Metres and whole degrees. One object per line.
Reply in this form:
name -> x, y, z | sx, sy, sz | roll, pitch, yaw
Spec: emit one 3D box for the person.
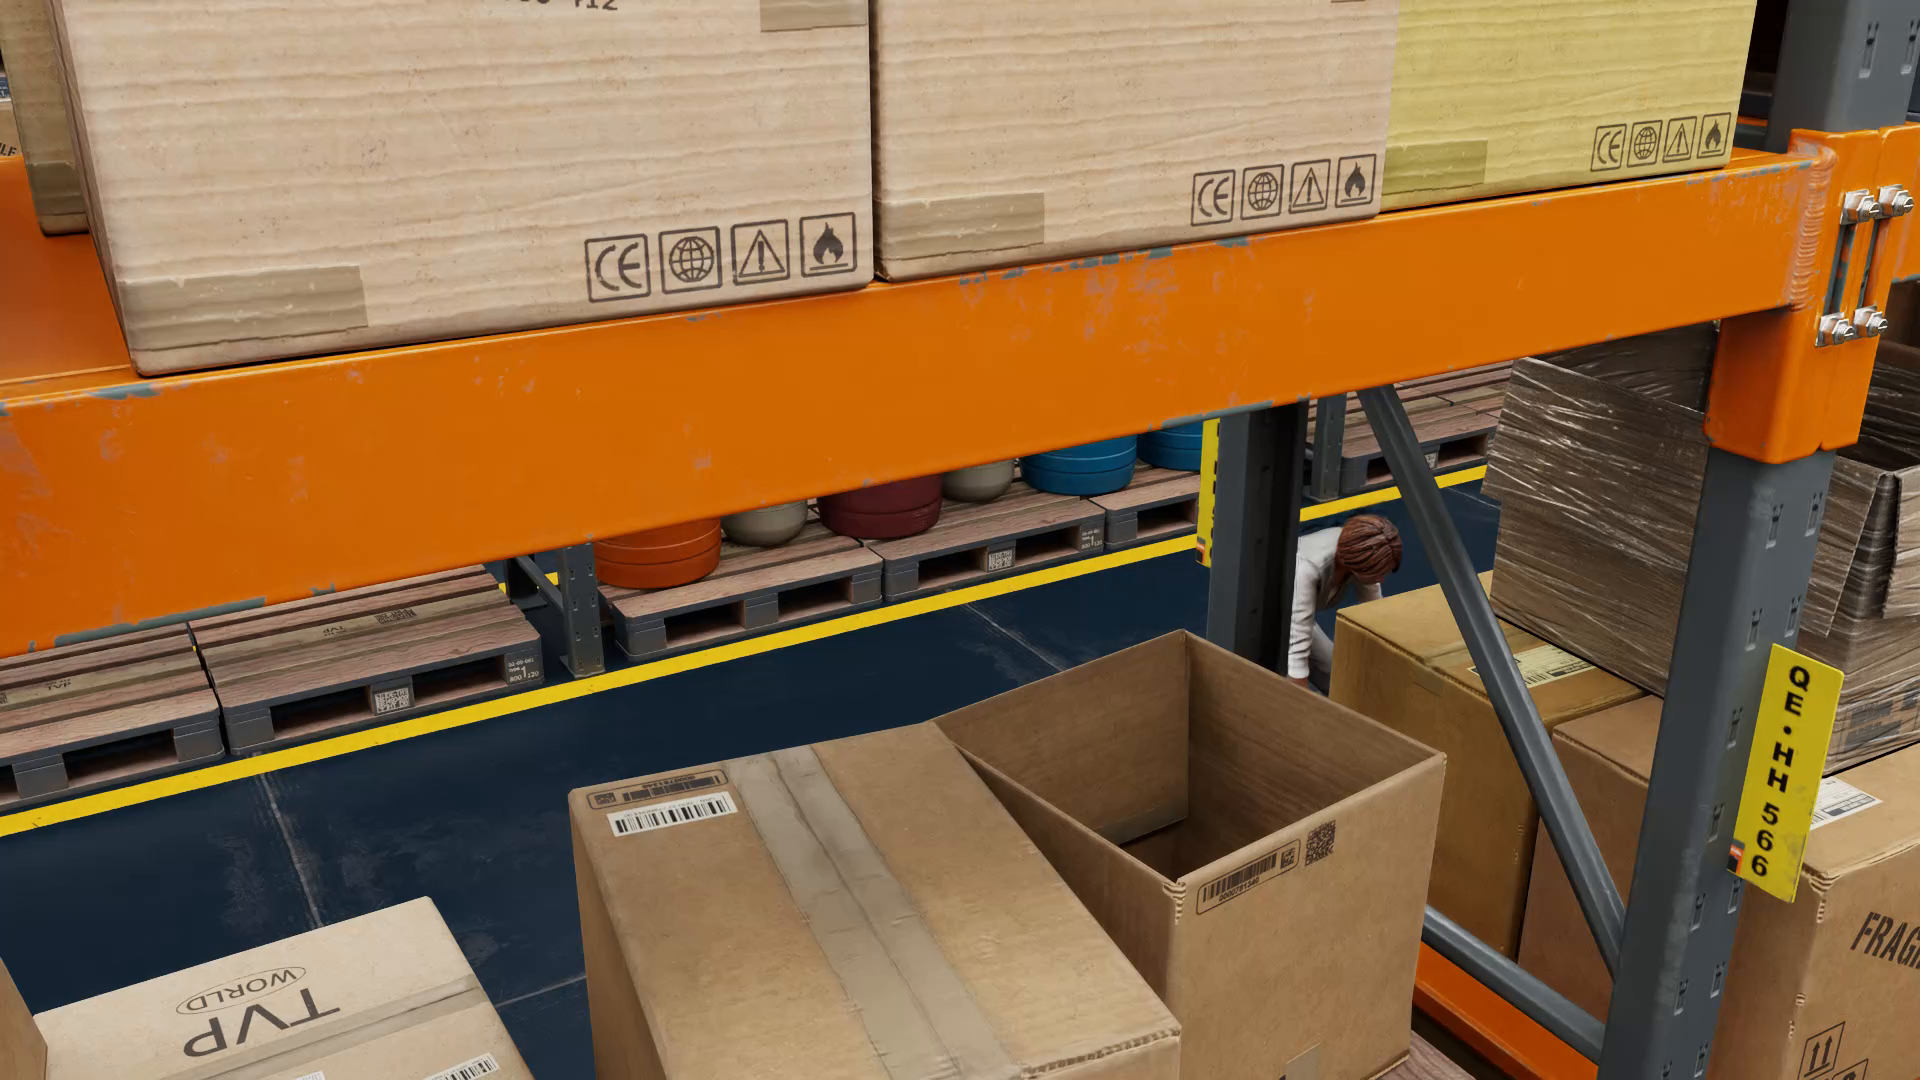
person -> 1.197, 0.429, 5.773 | 0.461, 1.054, 0.725 | -13, 25, -28
